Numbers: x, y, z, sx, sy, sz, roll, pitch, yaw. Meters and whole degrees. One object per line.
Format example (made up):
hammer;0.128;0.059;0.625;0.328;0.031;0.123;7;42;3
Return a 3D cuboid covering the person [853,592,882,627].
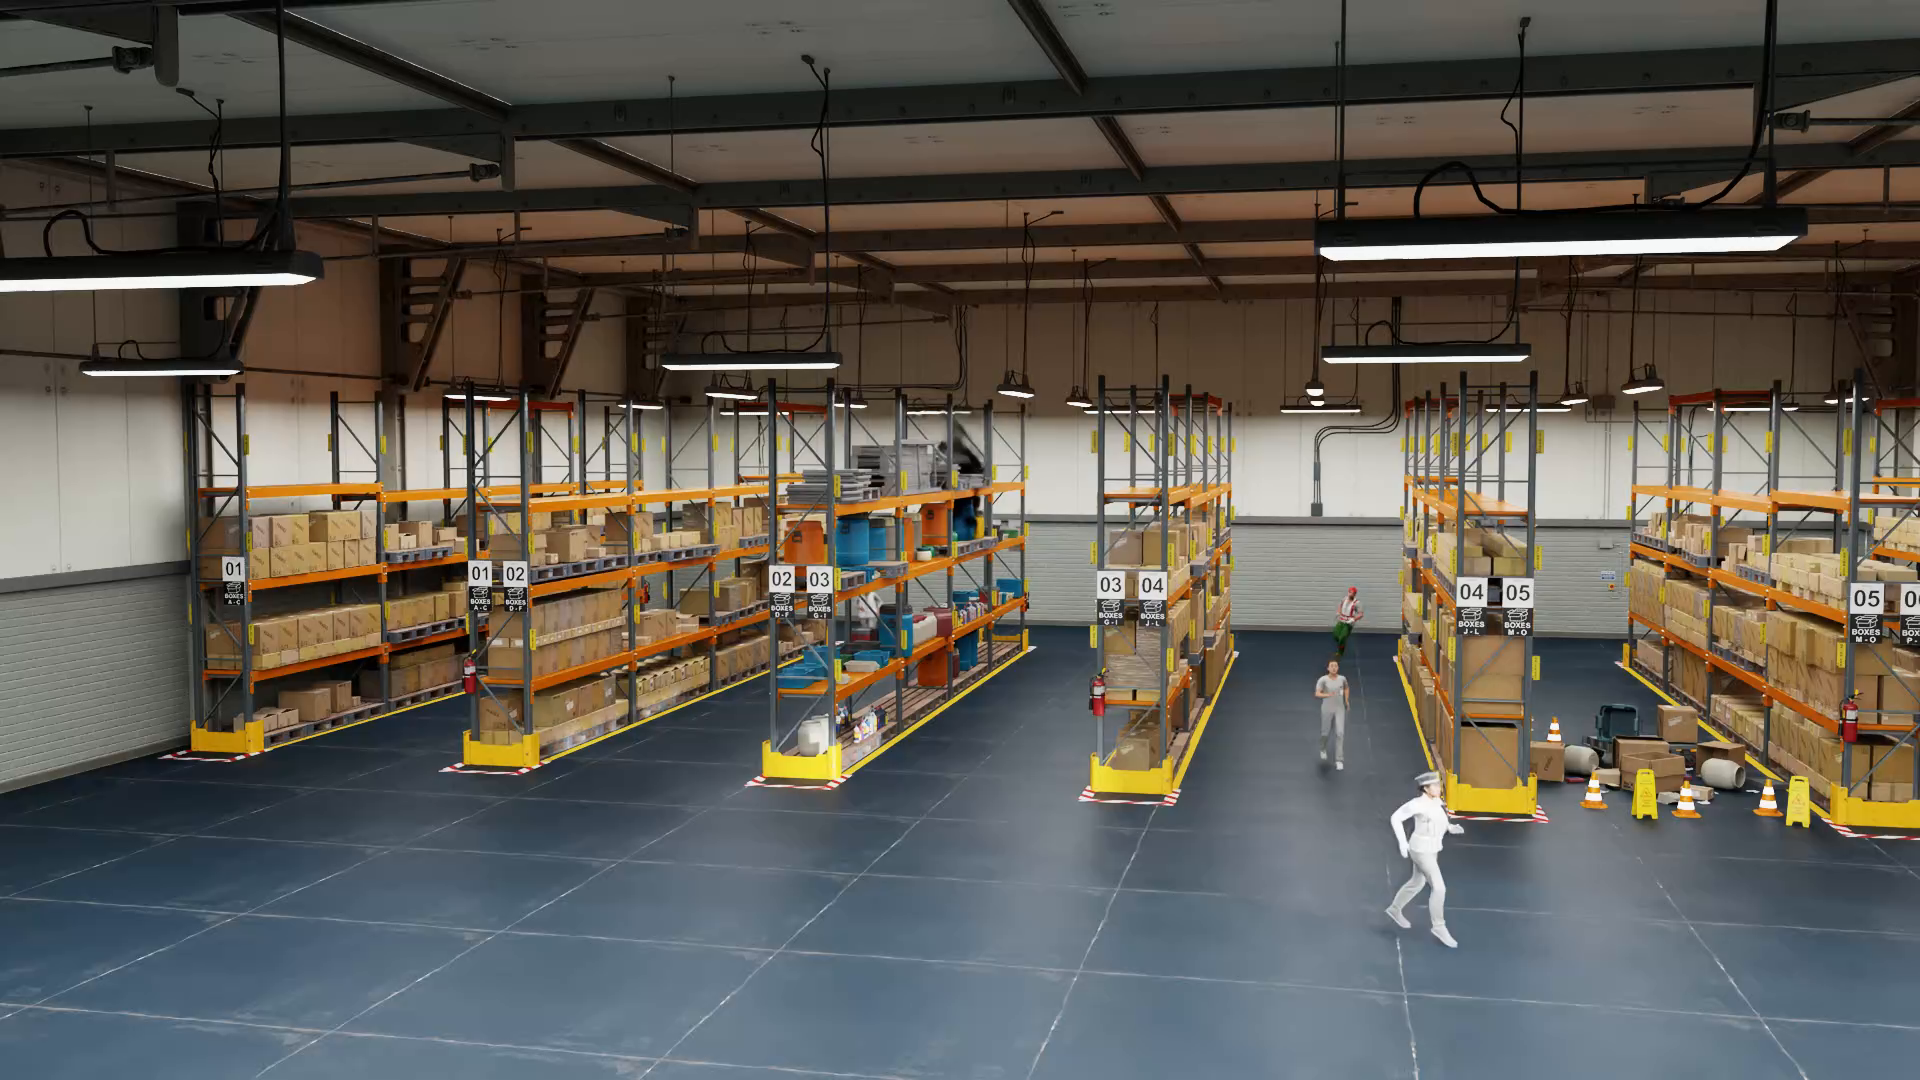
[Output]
person;-2.226;1.860;39.795;0.685;1.796;0.622;0;3;6

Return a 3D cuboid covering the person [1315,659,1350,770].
person;5.786;2.665;25.810;0.563;1.656;0.968;0;3;2

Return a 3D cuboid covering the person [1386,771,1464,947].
person;4.693;3.184;16.838;0.849;1.739;0.580;3;4;42

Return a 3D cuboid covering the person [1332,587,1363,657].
person;9.121;1.927;39.073;0.735;1.685;0.746;2;4;25
